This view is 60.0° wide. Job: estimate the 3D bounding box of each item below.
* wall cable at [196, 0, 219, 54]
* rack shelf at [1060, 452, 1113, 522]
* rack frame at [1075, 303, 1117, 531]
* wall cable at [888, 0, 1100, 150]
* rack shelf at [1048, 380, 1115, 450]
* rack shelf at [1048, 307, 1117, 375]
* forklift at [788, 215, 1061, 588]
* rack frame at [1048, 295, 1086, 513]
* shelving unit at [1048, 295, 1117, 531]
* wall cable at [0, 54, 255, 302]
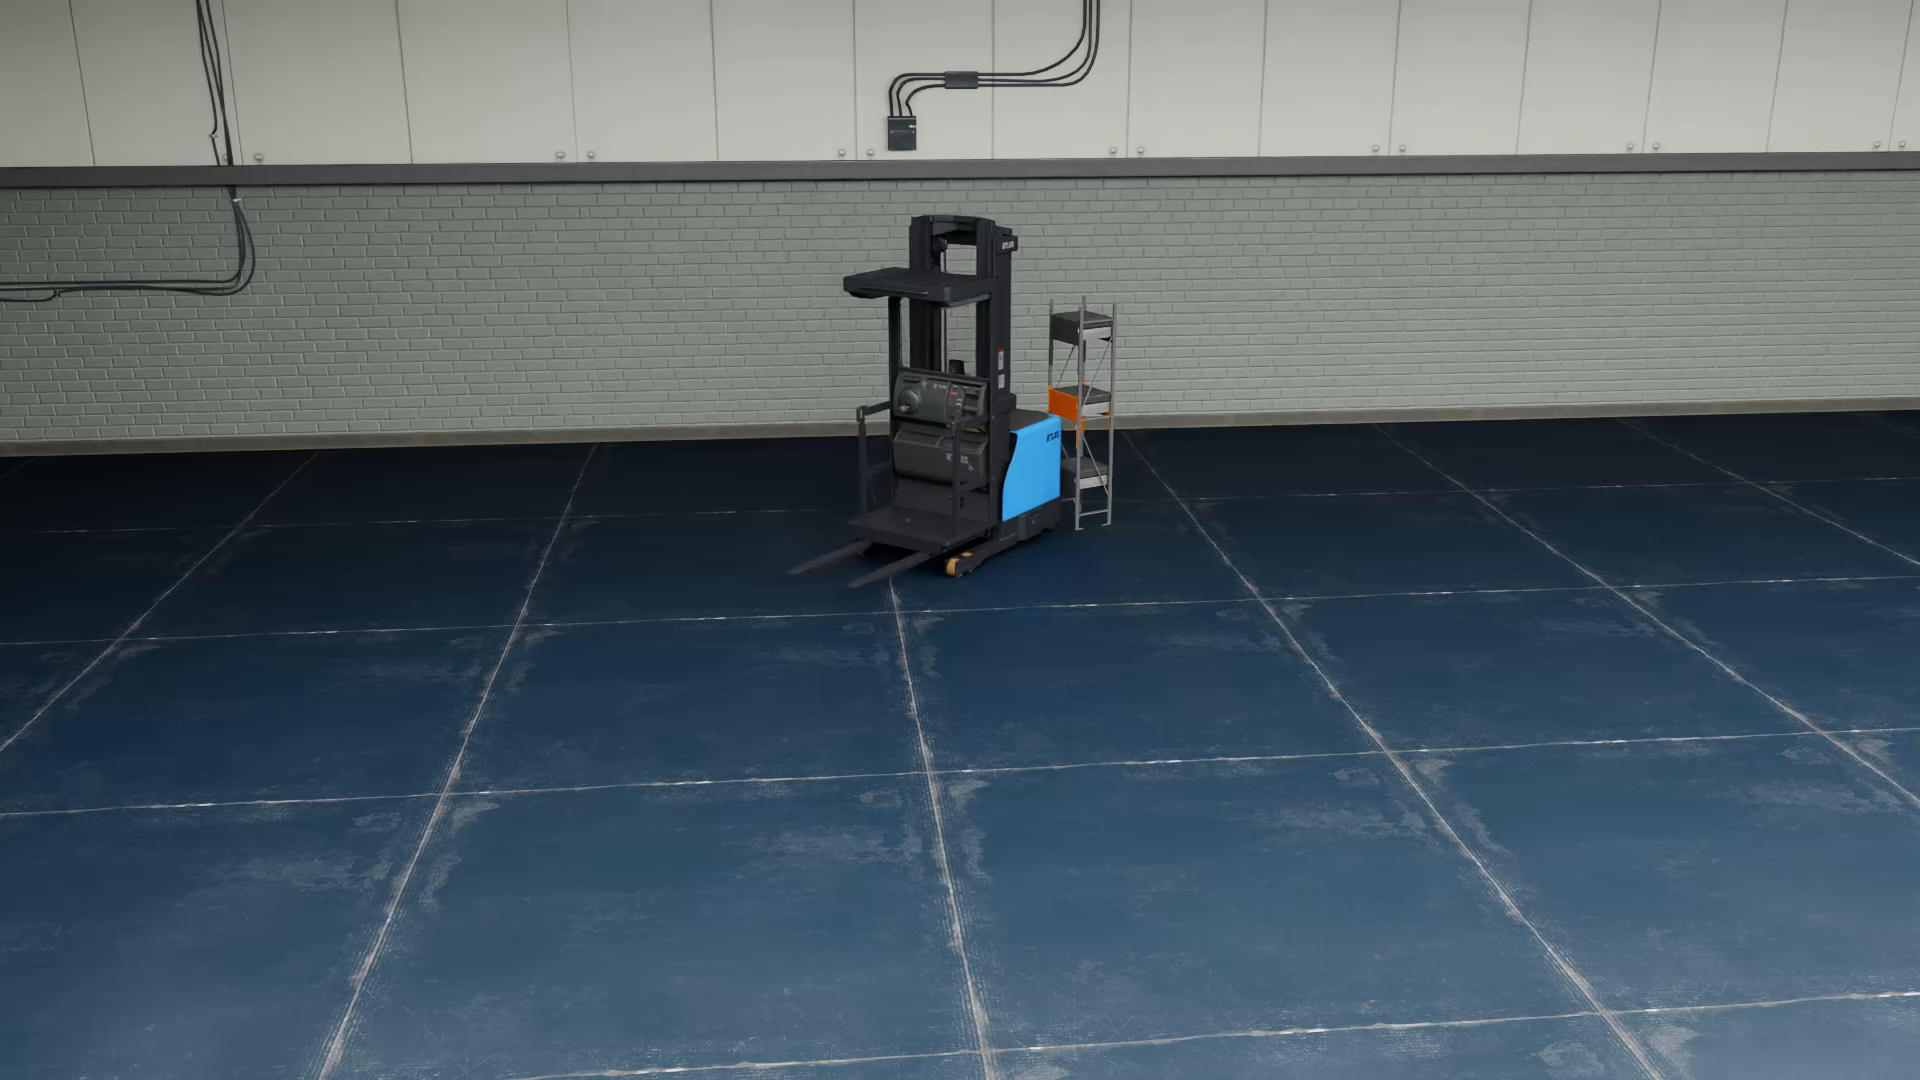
[{"bbox_3d":[-6.386,-6.248,16.880,3.097,2.526,0.112,-2,18,-6],"label":"wall cable"},{"bbox_3d":[1.126,-0.503,15.729,0.431,0.518,0.480,-10,20,-29],"label":"rack shelf"},{"bbox_3d":[1.250,-1.121,15.315,0.400,2.100,0.015,-10,20,-29],"label":"rack frame"},{"bbox_3d":[0.368,-7.147,17.315,2.305,6.003,0.169,-2,18,-6],"label":"wall cable"},{"bbox_3d":[1.126,-1.171,15.520,0.431,0.518,0.480,-10,20,-29],"label":"rack shelf"},{"bbox_3d":[1.126,-1.839,15.310,0.431,0.518,0.480,-10,20,-29],"label":"rack shelf"},{"bbox_3d":[-0.292,-1.239,14.304,1.130,2.935,3.031,11,21,32],"label":"forklift"},{"bbox_3d":[1.002,-1.247,15.716,0.400,2.100,0.015,-10,20,-29],"label":"rack frame"},{"bbox_3d":[1.126,-1.184,15.515,0.431,2.100,0.503,-10,20,-29],"label":"shelving unit"},{"bbox_3d":[-9.077,-3.755,17.371,3.097,2.526,0.112,-2,18,-6],"label":"wall cable"}]
